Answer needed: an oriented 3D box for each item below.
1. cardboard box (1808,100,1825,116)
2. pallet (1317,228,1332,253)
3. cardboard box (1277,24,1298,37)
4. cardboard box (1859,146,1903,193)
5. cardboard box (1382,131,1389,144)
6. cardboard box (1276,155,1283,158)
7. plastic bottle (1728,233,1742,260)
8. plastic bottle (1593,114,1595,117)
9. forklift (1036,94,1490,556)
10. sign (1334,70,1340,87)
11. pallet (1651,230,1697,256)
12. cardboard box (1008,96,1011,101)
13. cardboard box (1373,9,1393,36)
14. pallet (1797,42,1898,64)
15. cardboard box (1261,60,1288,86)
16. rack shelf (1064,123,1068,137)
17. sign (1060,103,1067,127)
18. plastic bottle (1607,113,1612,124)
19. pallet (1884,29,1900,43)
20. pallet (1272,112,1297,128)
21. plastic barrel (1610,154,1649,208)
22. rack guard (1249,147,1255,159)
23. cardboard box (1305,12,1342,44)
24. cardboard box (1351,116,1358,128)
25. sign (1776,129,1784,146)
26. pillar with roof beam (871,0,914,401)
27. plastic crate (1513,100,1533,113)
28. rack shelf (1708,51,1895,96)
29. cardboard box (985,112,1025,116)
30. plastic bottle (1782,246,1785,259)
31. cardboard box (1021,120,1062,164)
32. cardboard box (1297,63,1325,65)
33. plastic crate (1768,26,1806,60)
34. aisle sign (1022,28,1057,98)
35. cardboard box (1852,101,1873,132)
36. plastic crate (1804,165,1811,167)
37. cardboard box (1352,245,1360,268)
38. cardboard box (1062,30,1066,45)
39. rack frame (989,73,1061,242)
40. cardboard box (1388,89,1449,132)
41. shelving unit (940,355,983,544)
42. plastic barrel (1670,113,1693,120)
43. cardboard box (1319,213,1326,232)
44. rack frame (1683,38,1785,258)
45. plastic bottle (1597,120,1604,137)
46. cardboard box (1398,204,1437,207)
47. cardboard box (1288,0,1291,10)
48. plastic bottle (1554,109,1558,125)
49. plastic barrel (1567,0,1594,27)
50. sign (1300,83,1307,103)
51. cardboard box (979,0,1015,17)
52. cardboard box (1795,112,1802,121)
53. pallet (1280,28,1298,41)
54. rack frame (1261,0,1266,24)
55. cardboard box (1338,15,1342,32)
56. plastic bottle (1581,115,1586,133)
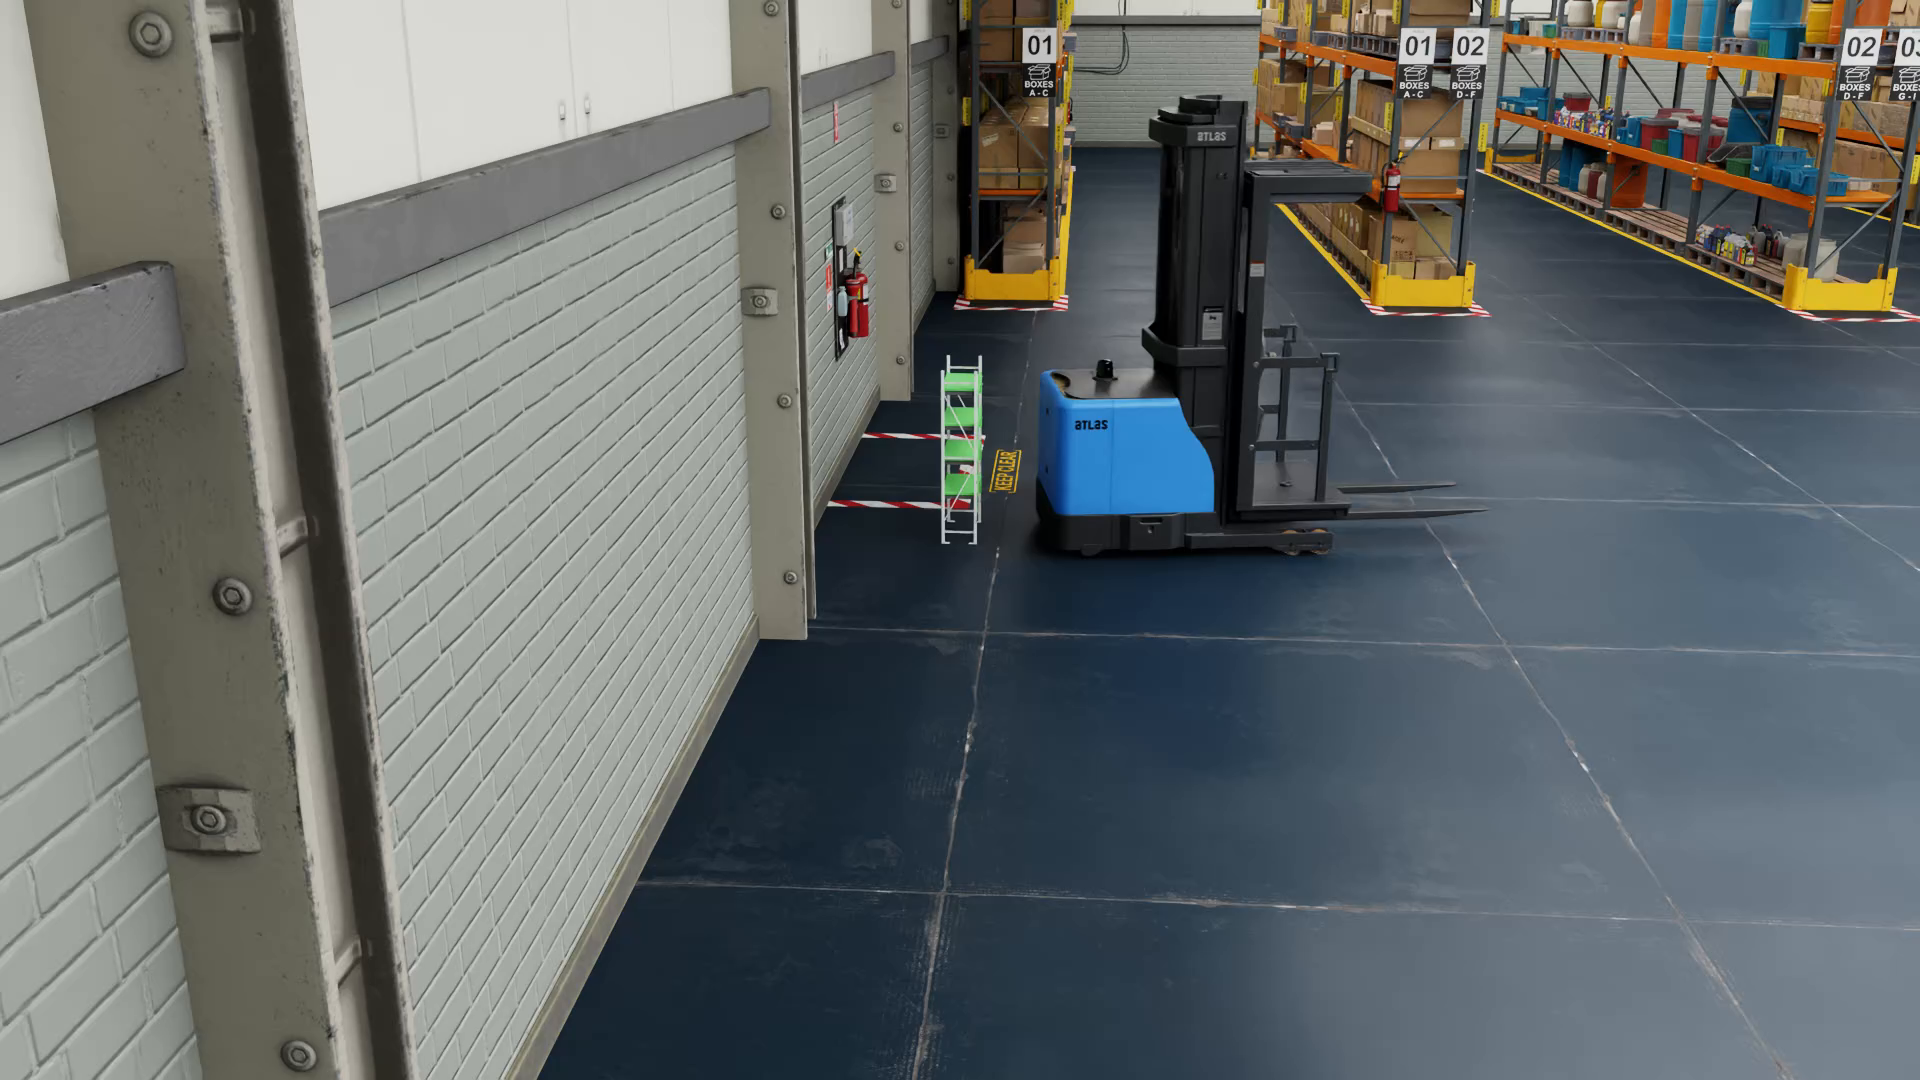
[{"bbox_3d":[16.090,-8.009,30.812,0.500,0.250,0.500,1,18,3],"label":"cardboard box"},{"bbox_3d":[5.880,-4.439,24.630,1.003,0.211,1.213,1,18,4],"label":"pallet"},{"bbox_3d":[6.210,-9.530,31.113,0.500,0.250,0.500,1,18,4],"label":"cardboard box"},{"bbox_3d":[16.176,-6.234,28.370,1.225,0.875,0.875,1,18,4],"label":"cardboard box"},{"bbox_3d":[5.473,-5.009,20.691,0.380,0.149,0.250,2,18,5],"label":"cardboard box"},{"bbox_3d":[6.162,-6.895,30.956,0.500,0.500,0.500,0,18,1],"label":"cardboard box"},{"bbox_3d":[10.278,-3.883,22.003,0.144,0.351,0.185,2,18,6],"label":"plastic bottle"},{"bbox_3d":[11.549,-7.680,30.362,0.097,0.201,0.097,0,18,0],"label":"plastic bottle"},{"bbox_3d":[2.085,-1.454,11.155,3.031,2.935,1.130,-2,18,-5],"label":"forklift"},{"bbox_3d":[6.994,-8.558,30.863,0.100,0.325,0.005,1,18,4],"label":"sign"},{"bbox_3d":[10.824,-4.342,24.335,1.003,0.211,1.213,1,18,4],"label":"pallet"},{"bbox_3d":[0.983,-7.237,28.021,0.500,0.500,0.500,1,18,4],"label":"cardboard box"},{"bbox_3d":[5.439,-6.477,20.799,0.500,0.311,0.500,3,18,10],"label":"cardboard box"},{"bbox_3d":[10.677,-5.770,19.702,1.003,0.211,1.213,1,18,4],"label":"pallet"},{"bbox_3d":[6.402,-9.489,33.799,0.500,0.500,0.500,1,18,4],"label":"cardboard box"},{"bbox_3d":[1.355,-7.165,29.628,1.077,0.370,4.000,1,18,4],"label":"rack shelf"},{"bbox_3d":[1.467,-6.045,23.664,0.100,0.325,0.005,1,18,4],"label":"sign"},{"bbox_3d":[11.477,-7.401,29.400,0.097,0.271,0.097,0,18,0],"label":"plastic bottle"},{"bbox_3d":[16.104,-8.438,27.844,1.003,0.211,1.213,2,18,6],"label":"pallet"},{"bbox_3d":[6.274,-7.682,30.357,1.003,0.211,1.213,1,18,4],"label":"pallet"},{"bbox_3d":[11.112,-5.985,27.682,0.600,0.830,0.708,1,18,4],"label":"plastic barrel"},{"bbox_3d":[6.721,-8.049,35.186,1.175,0.500,0.348,1,18,4],"label":"rack guard"},{"bbox_3d":[6.151,-8.385,27.219,0.910,0.500,0.500,1,18,4],"label":"cardboard box"},{"bbox_3d":[5.654,-5.811,23.136,0.380,0.149,0.250,1,18,4],"label":"cardboard box"},{"bbox_3d":[11.355,-5.538,23.063,0.100,0.325,0.005,1,18,4],"label":"sign"},{"bbox_3d":[3.690,-5.529,13.845,9.100,9.000,0.400,1,18,4],"label":"pillar with roof beam"},{"bbox_3d":[11.227,-8.620,33.085,0.416,0.233,0.300,1,18,4],"label":"plastic crate"},{"bbox_3d":[10.663,-5.885,20.903,1.077,0.370,4.000,1,18,4],"label":"rack shelf"},{"bbox_3d":[0.601,-5.481,22.339,0.500,0.500,0.500,2,18,5],"label":"cardboard box"},{"bbox_3d":[11.014,-3.847,22.135,0.097,0.201,0.097,0,18,0],"label":"plastic bottle"},{"bbox_3d":[1.018,-4.990,20.840,0.500,0.500,0.500,1,18,4],"label":"cardboard box"},{"bbox_3d":[6.828,-9.001,32.310,0.500,0.500,0.500,1,18,2],"label":"cardboard box"},{"bbox_3d":[10.356,-6.197,20.726,0.392,0.384,0.575,1,18,4],"label":"plastic crate"},{"bbox_3d":[0.933,-5.607,19.544,0.394,0.787,0.004,1,18,4],"label":"aisle sign"},{"bbox_3d":[15.967,-7.395,29.013,0.500,0.500,0.500,1,18,3],"label":"cardboard box"},{"bbox_3d":[10.943,-4.787,21.638,0.530,0.136,0.437,1,18,4],"label":"plastic crate"},{"bbox_3d":[5.381,-3.669,21.543,0.500,0.250,0.500,1,18,4],"label":"cardboard box"},{"bbox_3d":[1.430,-8.049,26.463,0.500,0.311,0.500,1,18,4],"label":"cardboard box"},{"bbox_3d":[0.925,-5.643,23.828,1.000,3.000,0.127,1,18,4],"label":"rack frame"},{"bbox_3d":[5.662,-5.280,20.476,0.700,0.500,0.500,1,18,2],"label":"cardboard box"},{"bbox_3d":[0.012,-0.622,11.393,0.258,1.200,0.503,1,18,4],"label":"shelving unit"},{"bbox_3d":[11.233,-6.393,25.938,0.421,0.512,0.421,0,18,0],"label":"plastic barrel"},{"bbox_3d":[5.645,-4.719,24.749,0.500,0.250,0.500,1,18,3],"label":"cardboard box"},{"bbox_3d":[10.807,-5.422,23.154,1.000,3.000,0.127,1,18,4],"label":"rack frame"},{"bbox_3d":[10.754,-6.906,27.889,0.097,0.271,0.097,0,18,0],"label":"plastic bottle"},{"bbox_3d":[5.950,-4.168,21.864,0.500,0.500,0.500,1,18,4],"label":"cardboard box"},{"bbox_3d":[6.437,-10.119,30.902,0.700,0.500,0.500,1,18,4],"label":"cardboard box"},{"bbox_3d":[10.929,-7.747,30.436,0.061,0.283,0.133,1,18,4],"label":"plastic bottle"},{"bbox_3d":[11.093,-9.439,29.701,0.433,0.535,0.433,0,18,0],"label":"plastic barrel"},{"bbox_3d":[5.611,-7.298,27.146,0.100,0.325,0.005,1,18,4],"label":"sign"},{"bbox_3d":[0.409,-6.498,19.822,0.500,0.500,0.500,2,18,6],"label":"cardboard box"},{"bbox_3d":[16.071,-8.018,31.480,0.380,0.149,0.250,2,18,5],"label":"cardboard box"},{"bbox_3d":[6.252,-8.832,29.043,1.213,0.211,1.003,1,18,4],"label":"pallet"},{"bbox_3d":[6.727,-12.112,33.934,1.000,3.000,0.127,1,18,4],"label":"rack frame"},{"bbox_3d":[6.157,-8.025,25.845,0.500,0.250,0.500,2,18,5],"label":"cardboard box"},{"bbox_3d":[10.802,-7.198,28.761,0.061,0.283,0.133,1,18,4],"label":"plastic bottle"}]
